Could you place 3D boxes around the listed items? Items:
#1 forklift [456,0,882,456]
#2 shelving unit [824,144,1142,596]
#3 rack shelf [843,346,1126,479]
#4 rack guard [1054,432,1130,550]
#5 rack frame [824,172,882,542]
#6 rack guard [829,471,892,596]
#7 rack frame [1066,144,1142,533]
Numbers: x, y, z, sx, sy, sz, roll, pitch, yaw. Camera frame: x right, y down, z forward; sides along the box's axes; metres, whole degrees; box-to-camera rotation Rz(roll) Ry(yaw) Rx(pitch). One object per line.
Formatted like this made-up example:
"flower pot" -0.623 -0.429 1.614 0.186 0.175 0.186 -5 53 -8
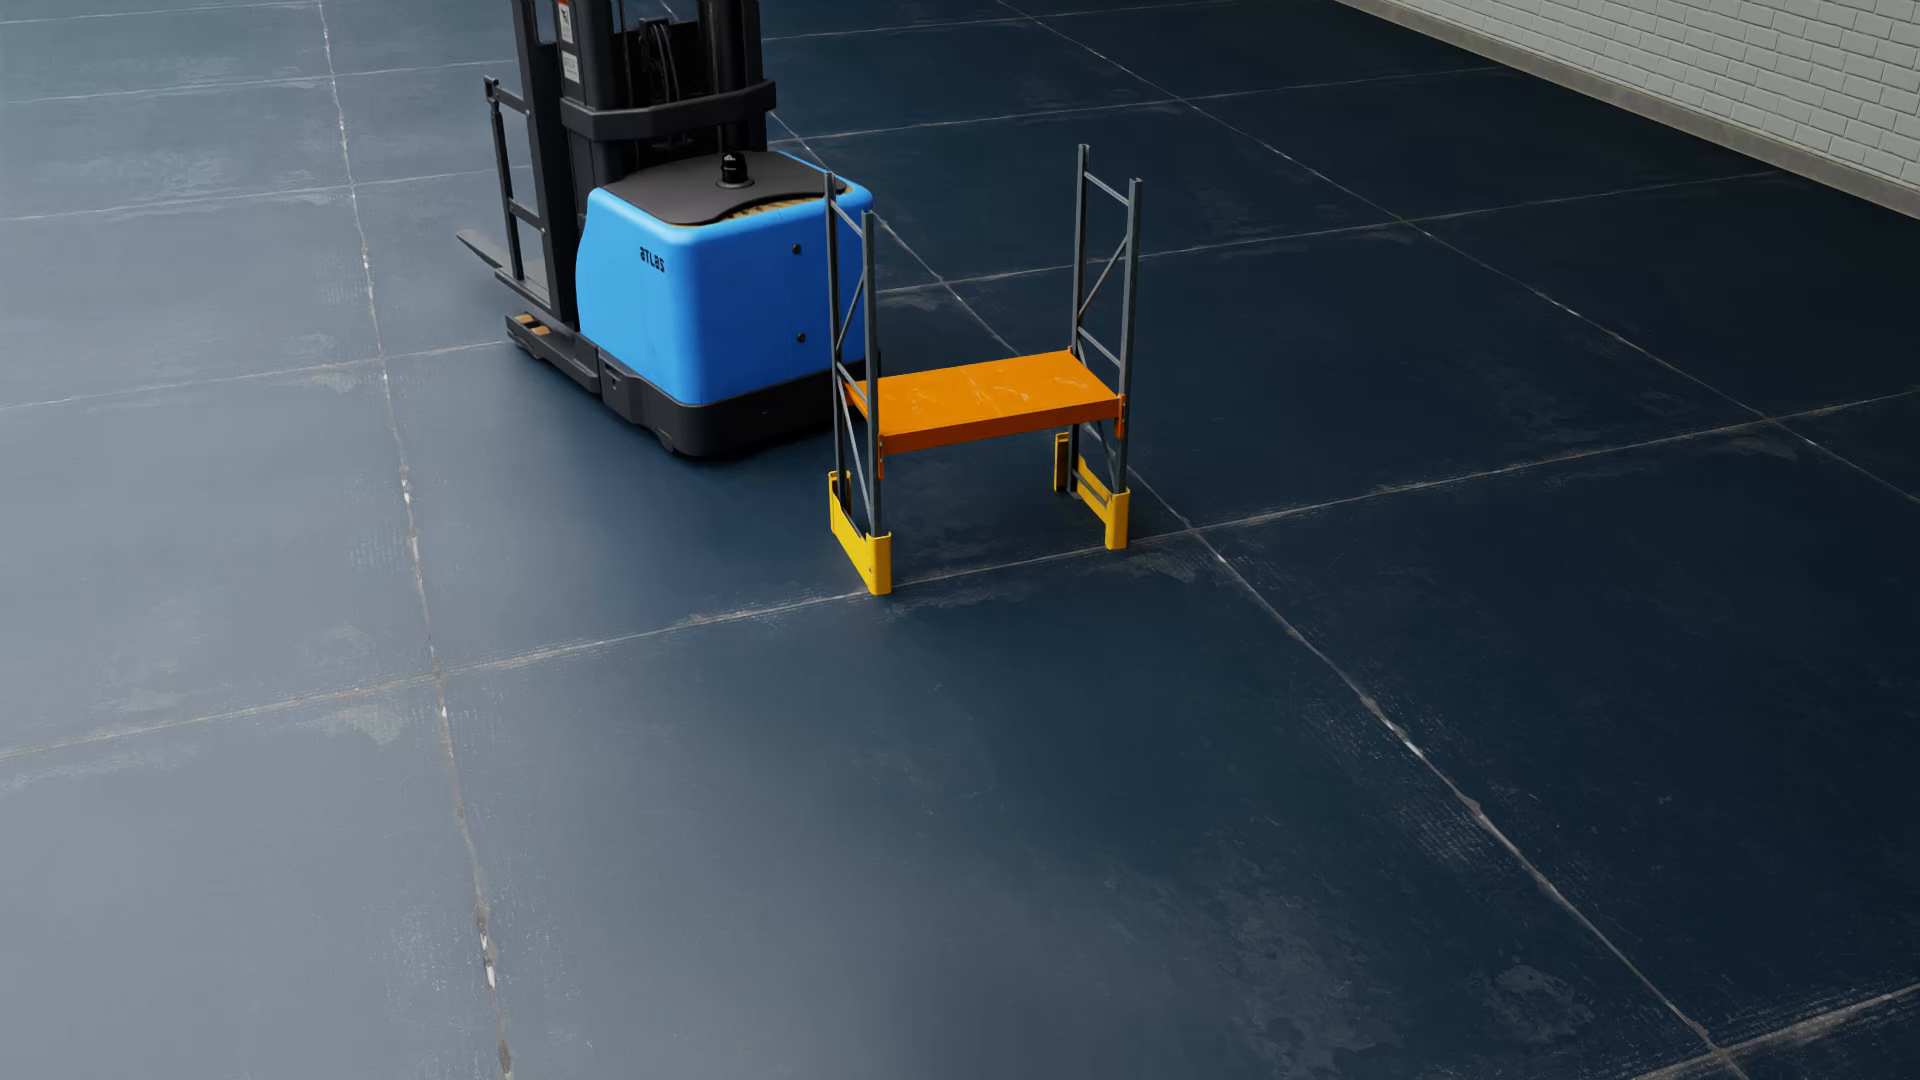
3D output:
"forklift" -1.651 -2.309 7.841 1.130 2.935 3.031 -20 36 -32
"shelving unit" 0.071 -0.665 6.402 1.083 1.500 0.587 -10 31 -18
"rack shelf" 0.080 -0.510 6.494 1.000 0.185 0.538 -10 31 -18
"rack guard" 0.538 -0.208 6.862 0.087 0.250 0.587 -10 31 -18
"rack frame" -0.396 -0.579 6.251 0.032 1.500 0.500 -10 31 -18
"rack guard" -0.395 -0.036 6.560 0.087 0.250 0.587 -10 31 -18
"rack frame" 0.556 -0.754 6.559 0.032 1.500 0.500 -10 31 -18
